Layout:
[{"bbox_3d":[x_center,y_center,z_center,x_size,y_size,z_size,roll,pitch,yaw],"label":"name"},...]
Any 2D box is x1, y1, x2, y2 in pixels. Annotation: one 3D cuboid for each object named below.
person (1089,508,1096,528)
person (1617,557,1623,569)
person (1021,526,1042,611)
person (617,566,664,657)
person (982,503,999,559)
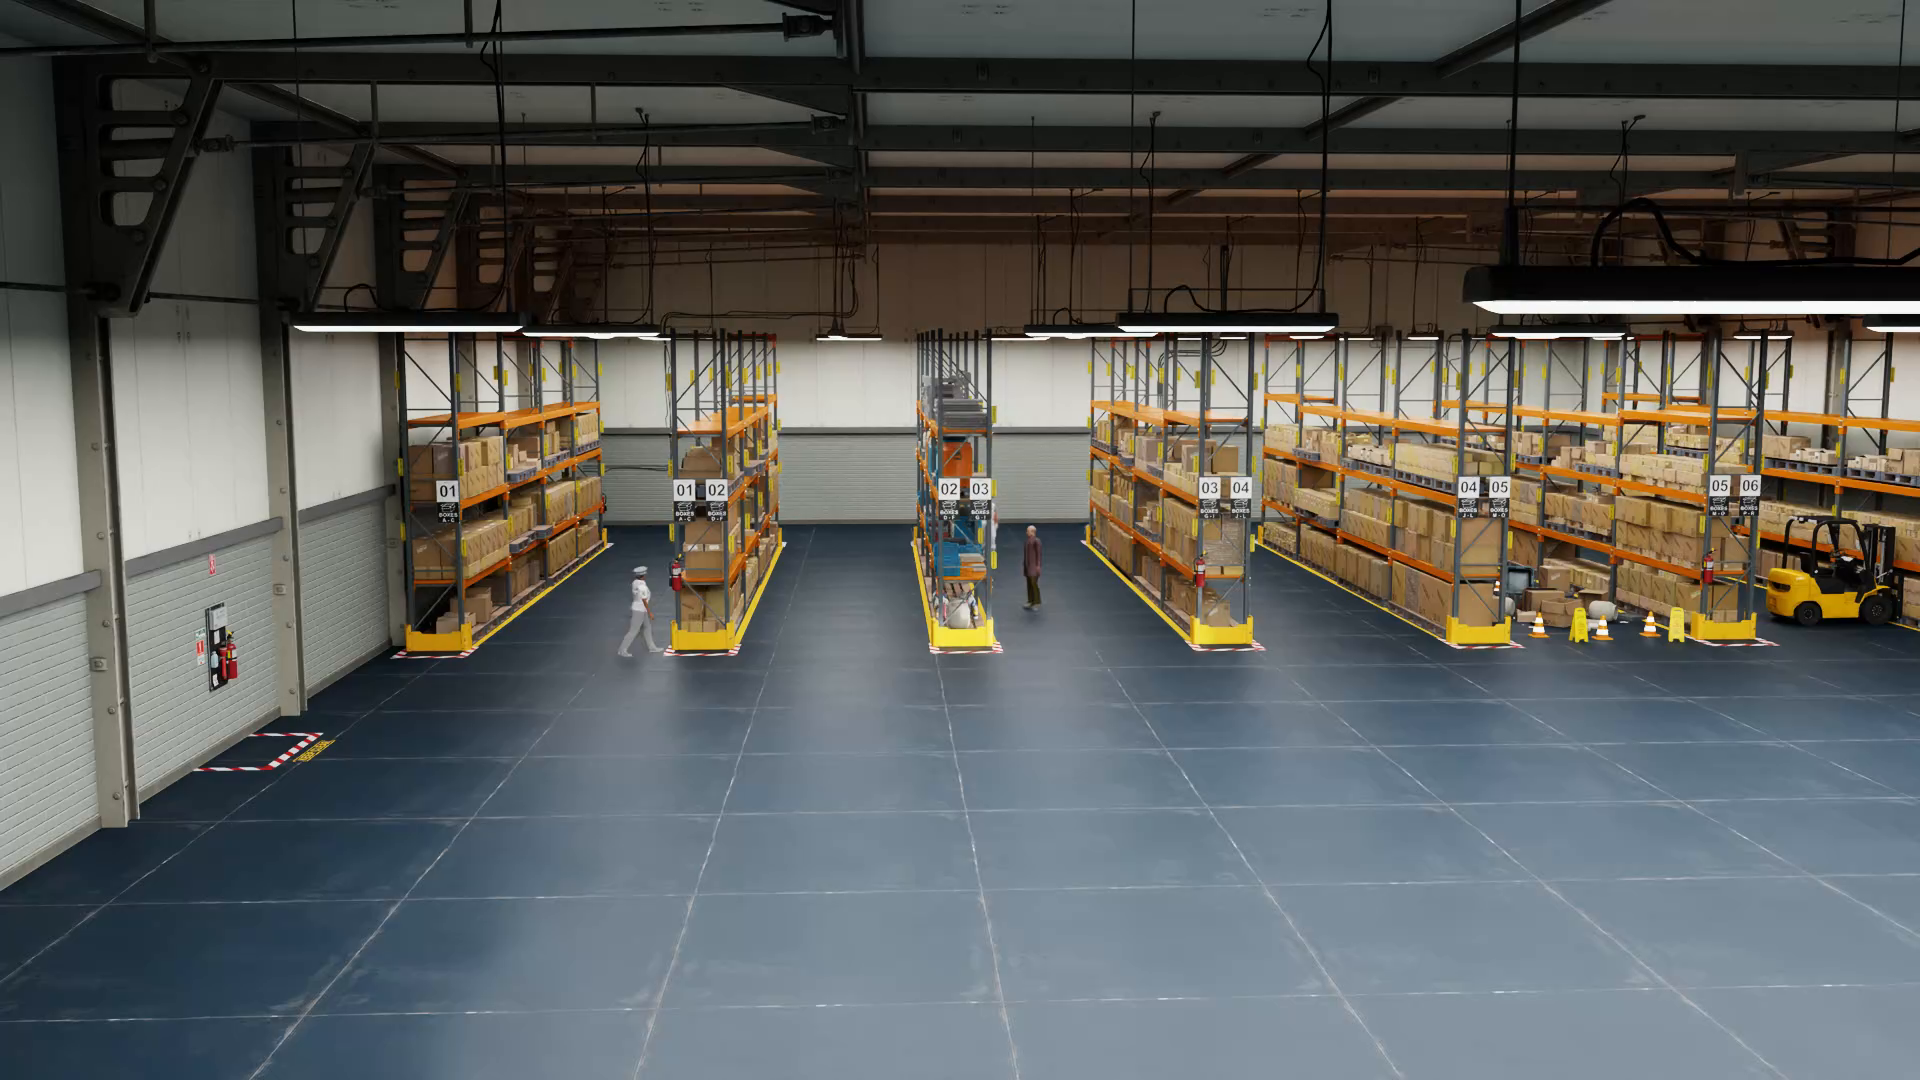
[{"bbox_3d":[4.197,-0.921,49.327,0.653,1.643,0.483,5,8,34],"label":"person"},{"bbox_3d":[16.446,0.003,41.573,0.417,1.676,0.469,3,7,21],"label":"person"},{"bbox_3d":[1.530,0.607,36.054,0.402,1.830,0.656,-3,7,-23],"label":"person"},{"bbox_3d":[-5.879,1.309,30.556,0.883,1.637,0.570,-2,7,-17],"label":"person"},{"bbox_3d":[0.762,-0.393,44.312,0.615,1.730,1.007,-1,7,-11],"label":"person"}]
